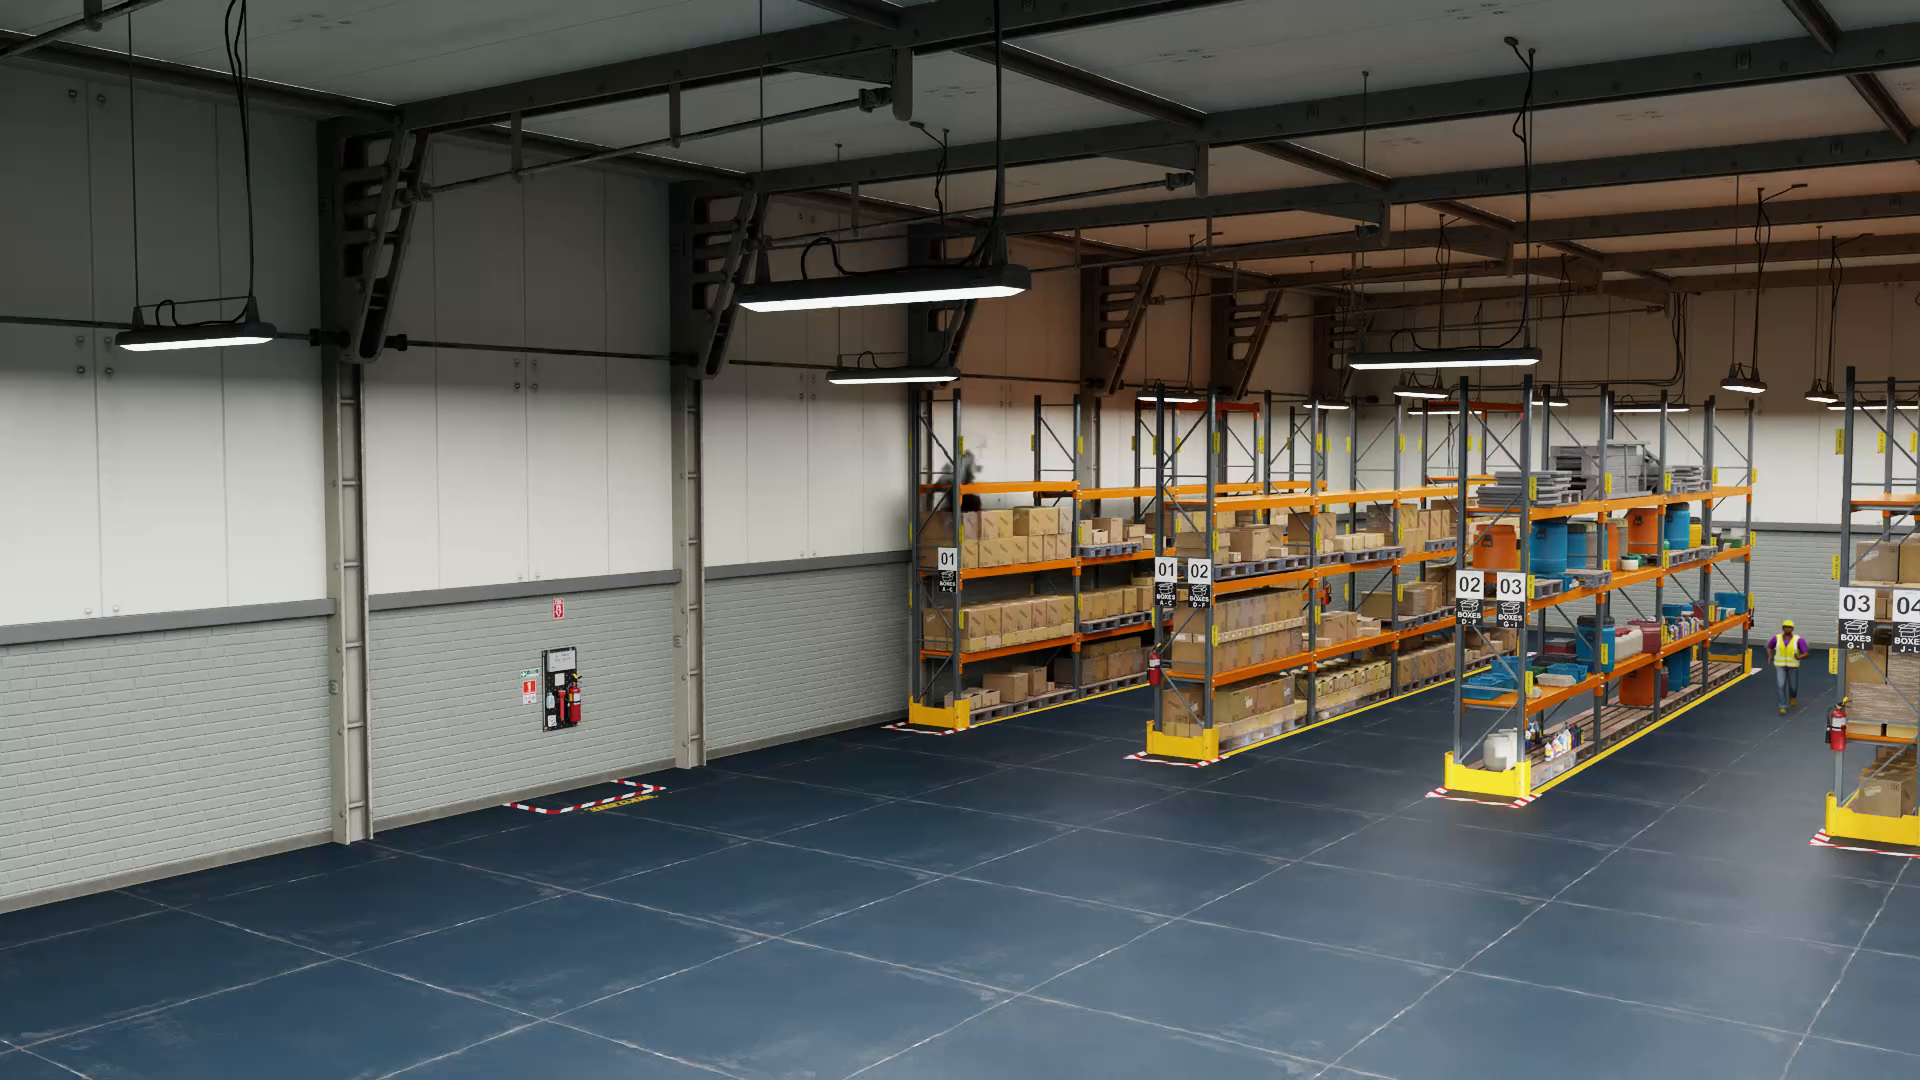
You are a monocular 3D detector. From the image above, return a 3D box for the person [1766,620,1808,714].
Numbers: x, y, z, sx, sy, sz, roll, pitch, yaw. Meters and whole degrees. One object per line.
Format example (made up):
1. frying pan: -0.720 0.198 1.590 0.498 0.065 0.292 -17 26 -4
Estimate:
1. person: 15.441 2.364 31.063 0.714 1.740 0.856 2 4 30
